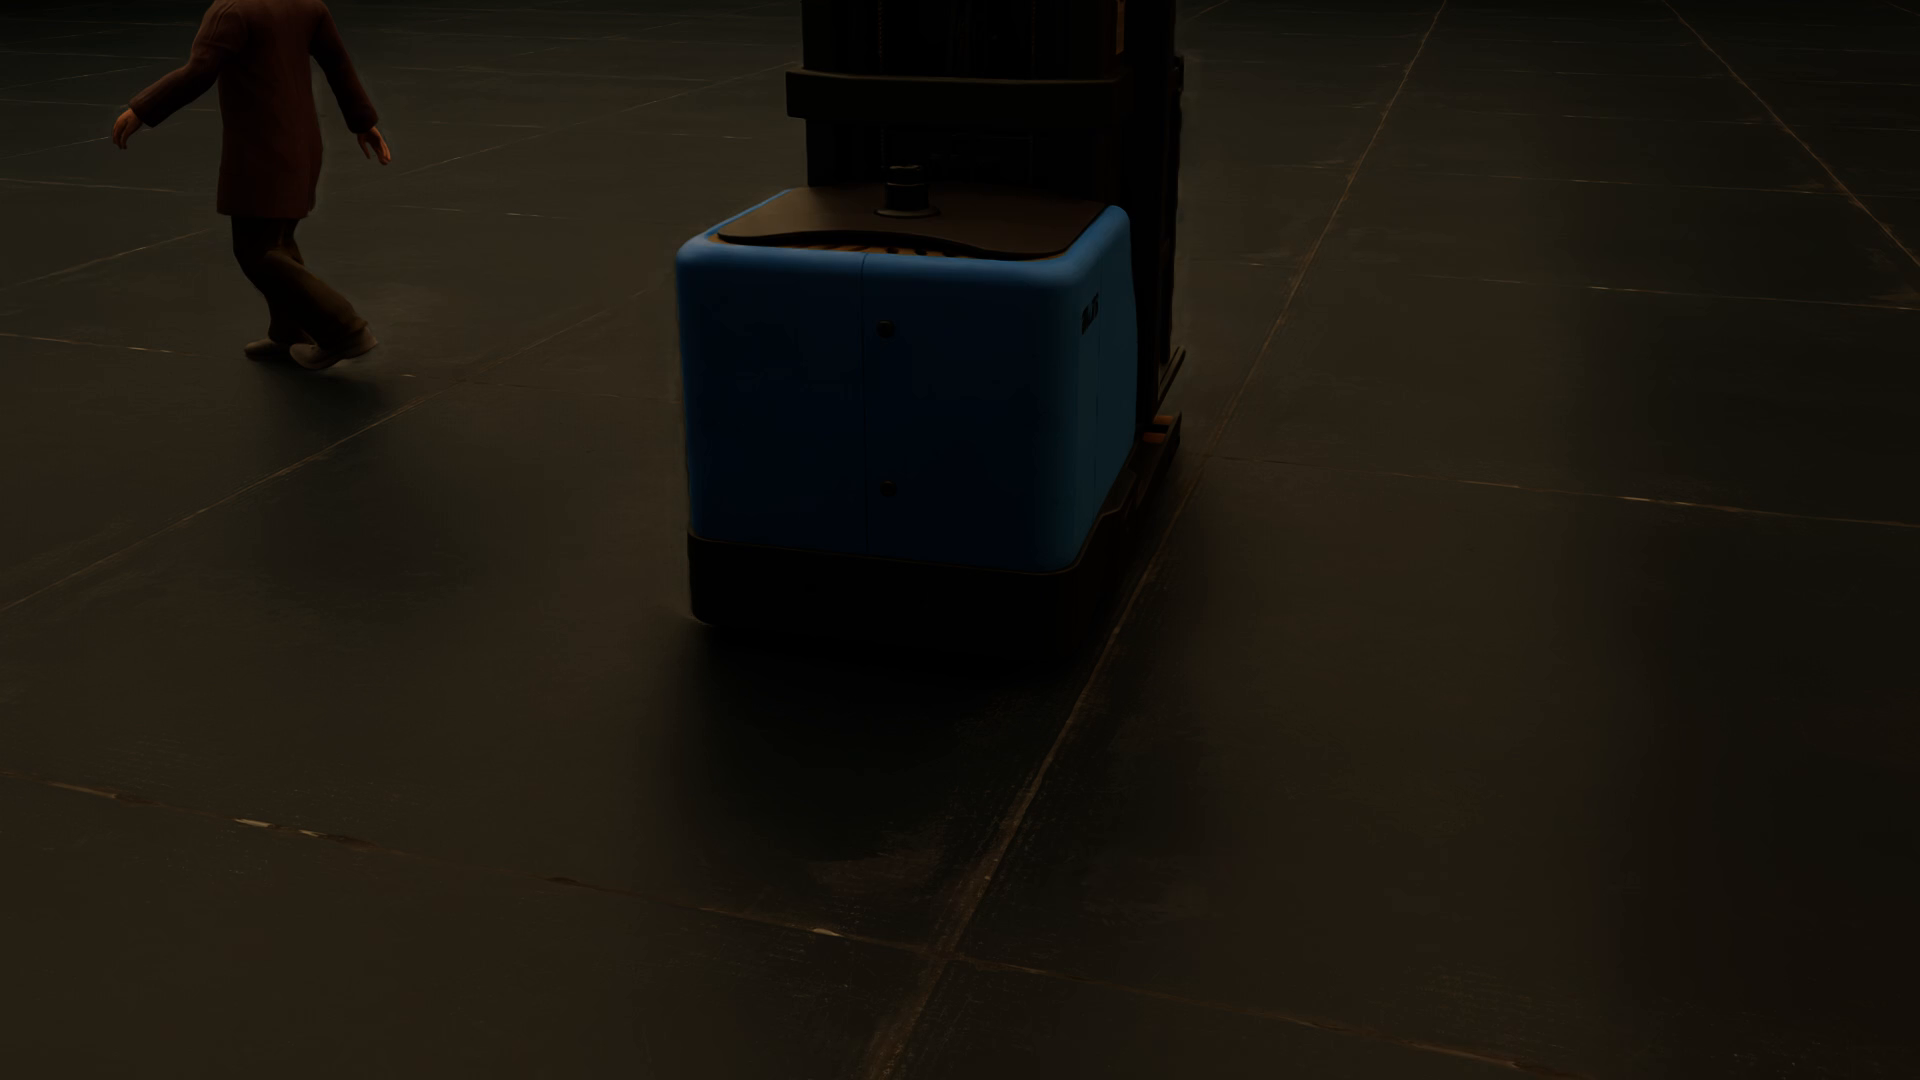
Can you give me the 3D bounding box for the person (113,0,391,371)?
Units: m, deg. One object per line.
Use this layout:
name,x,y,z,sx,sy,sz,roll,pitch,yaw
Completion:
person,-2.677,-1.519,6.509,0.782,1.760,0.936,4,23,10

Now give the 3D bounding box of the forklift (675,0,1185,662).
forklift,0.146,-1.582,5.111,1.130,2.935,3.031,6,23,13
